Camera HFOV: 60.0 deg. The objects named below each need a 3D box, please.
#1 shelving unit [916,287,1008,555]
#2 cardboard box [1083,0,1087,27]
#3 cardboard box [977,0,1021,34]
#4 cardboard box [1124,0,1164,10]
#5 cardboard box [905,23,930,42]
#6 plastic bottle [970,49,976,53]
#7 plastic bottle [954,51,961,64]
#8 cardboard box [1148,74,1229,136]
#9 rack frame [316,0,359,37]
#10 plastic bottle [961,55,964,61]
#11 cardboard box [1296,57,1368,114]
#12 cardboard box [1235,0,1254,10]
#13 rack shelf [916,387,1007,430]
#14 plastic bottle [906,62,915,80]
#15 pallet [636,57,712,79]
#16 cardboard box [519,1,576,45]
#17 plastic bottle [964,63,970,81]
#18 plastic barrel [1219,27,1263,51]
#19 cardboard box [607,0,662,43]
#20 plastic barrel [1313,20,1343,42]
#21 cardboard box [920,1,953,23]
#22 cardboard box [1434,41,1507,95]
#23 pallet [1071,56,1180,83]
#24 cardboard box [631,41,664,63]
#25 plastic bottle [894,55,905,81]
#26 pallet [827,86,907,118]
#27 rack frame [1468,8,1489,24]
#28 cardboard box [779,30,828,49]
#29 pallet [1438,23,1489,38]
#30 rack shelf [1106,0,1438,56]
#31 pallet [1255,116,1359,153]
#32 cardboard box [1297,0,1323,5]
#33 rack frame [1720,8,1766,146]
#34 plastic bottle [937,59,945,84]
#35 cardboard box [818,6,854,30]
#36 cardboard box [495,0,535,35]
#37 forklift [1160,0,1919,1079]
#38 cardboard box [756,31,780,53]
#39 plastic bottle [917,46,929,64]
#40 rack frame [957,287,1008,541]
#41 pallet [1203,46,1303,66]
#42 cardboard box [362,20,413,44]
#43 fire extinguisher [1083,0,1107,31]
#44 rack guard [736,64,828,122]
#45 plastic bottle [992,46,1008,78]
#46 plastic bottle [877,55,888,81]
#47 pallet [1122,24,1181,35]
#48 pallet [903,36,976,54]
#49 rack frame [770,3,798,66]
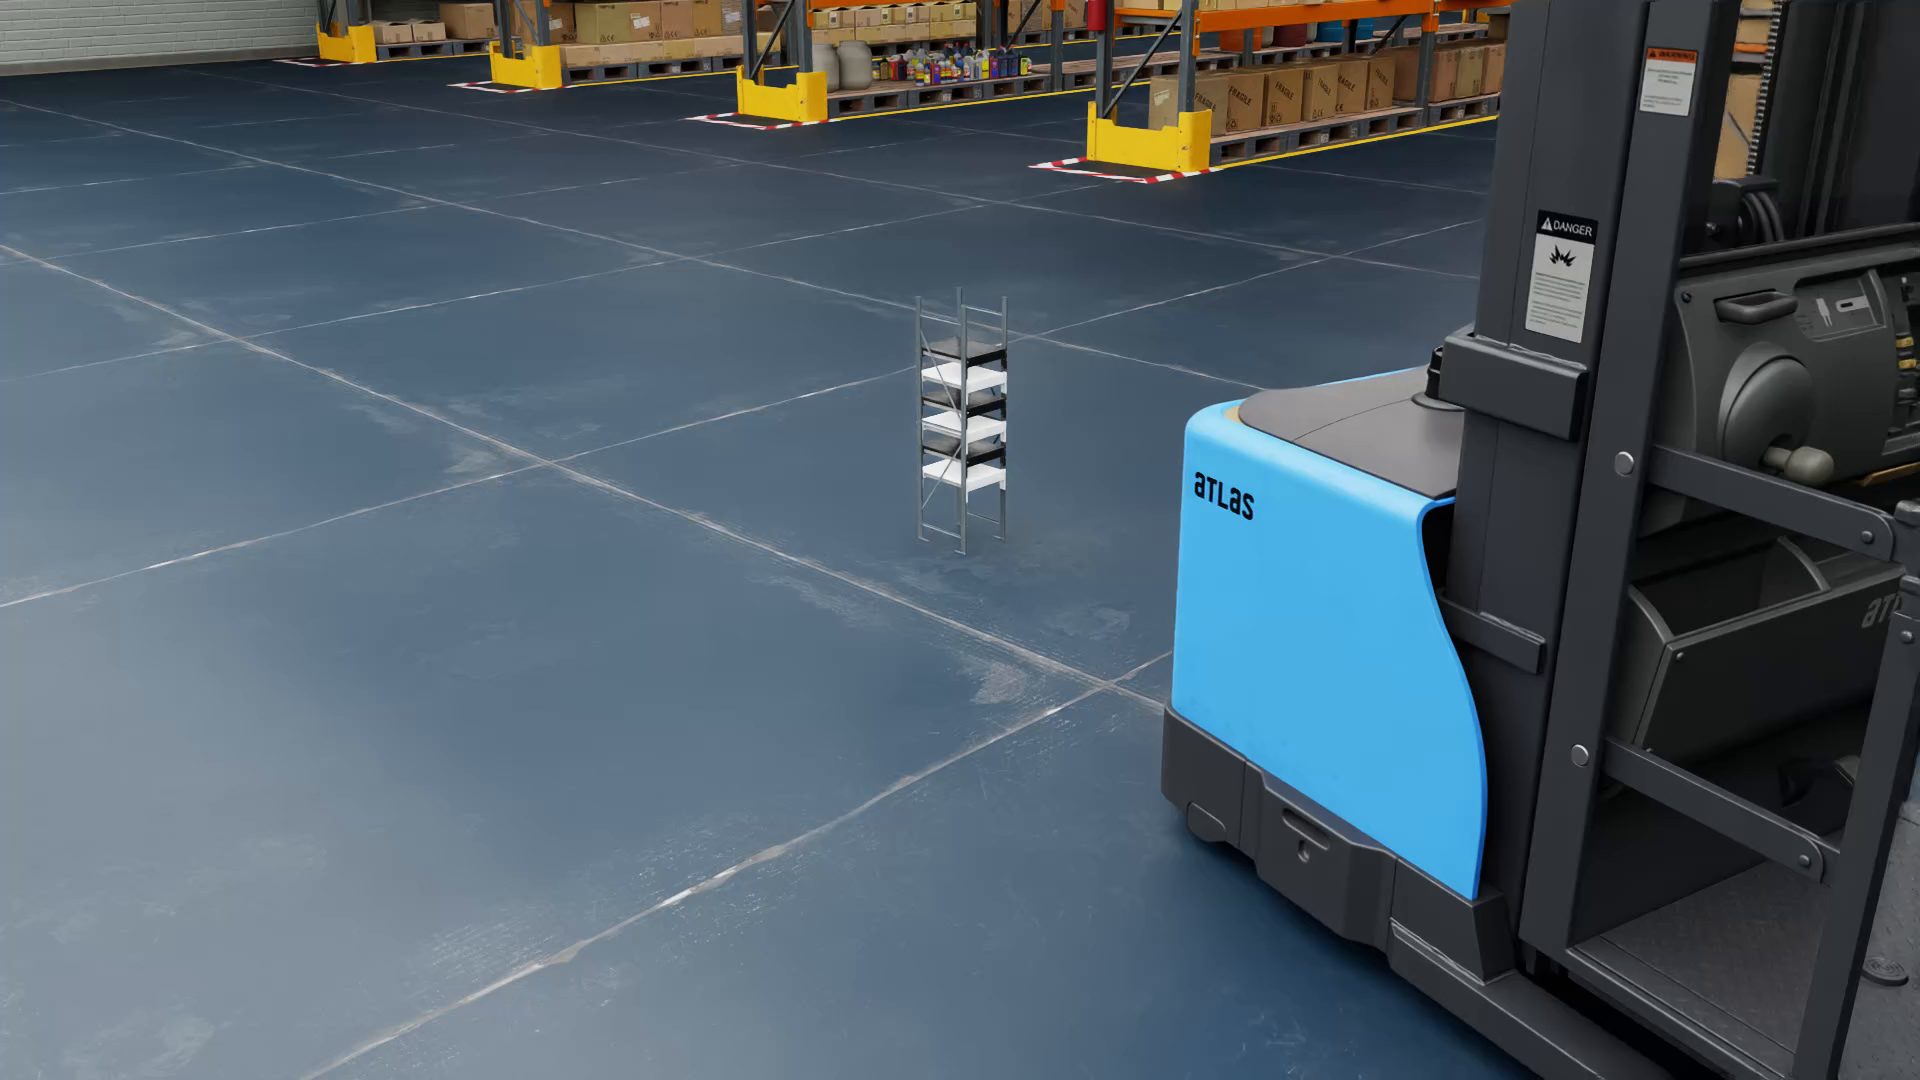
[{"bbox_3d":[0.006,-0.422,5.919,0.258,0.900,0.210,19,28,41],"label":"shelving unit"},{"bbox_3d":[2.041,-8.873,27.850,0.500,0.500,0.500,20,29,41],"label":"cardboard box"},{"bbox_3d":[0.613,-8.343,26.470,0.500,0.500,0.500,-19,28,-40],"label":"cardboard box"},{"bbox_3d":[1.656,-4.730,14.549,0.380,0.149,0.250,19,28,41],"label":"cardboard box"},{"bbox_3d":[-0.812,-7.713,25.208,0.500,0.250,0.500,-19,28,-41],"label":"cardboard box"},{"bbox_3d":[0.104,-5.862,20.327,0.135,0.276,0.152,-19,28,-40],"label":"plastic bottle"},{"bbox_3d":[-0.028,-5.750,20.044,0.097,0.271,0.097,0,21,0],"label":"plastic bottle"},{"bbox_3d":[2.053,-3.907,14.959,0.500,0.500,0.500,-14,25,-32],"label":"cardboard box"},{"bbox_3d":[-9.042,-8.441,23.855,1.000,3.000,0.127,19,28,41],"label":"rack frame"},{"bbox_3d":[0.052,-5.543,19.488,0.061,0.283,0.133,19,28,41],"label":"plastic bottle"},{"bbox_3d":[3.694,-4.537,16.598,0.500,0.500,0.500,-11,23,-25],"label":"cardboard box"},{"bbox_3d":[2.348,-4.738,14.571,0.380,0.149,0.250,19,28,41],"label":"cardboard box"},{"bbox_3d":[0.006,-0.475,5.898,0.258,0.077,0.200,19,28,41],"label":"rack shelf"},{"bbox_3d":[-0.582,-5.510,19.516,0.097,0.201,0.097,0,21,0],"label":"plastic bottle"},{"bbox_3d":[-4.136,-6.420,22.483,1.003,0.211,1.213,19,28,41],"label":"pallet"},{"bbox_3d":[-5.329,-6.677,21.468,0.500,0.500,0.500,19,28,41],"label":"cardboard box"},{"bbox_3d":[0.066,-5.441,19.337,0.097,0.201,0.097,0,21,0],"label":"plastic bottle"},{"bbox_3d":[3.966,-7.331,23.406,0.600,0.830,0.708,19,28,41],"label":"plastic barrel"},{"bbox_3d":[-4.270,-6.808,21.807,0.500,0.500,0.500,19,28,41],"label":"cardboard box"},{"bbox_3d":[5.542,-7.945,24.904,0.600,0.901,0.708,19,28,41],"label":"plastic barrel"},{"bbox_3d":[-0.456,-8.101,25.437,0.500,0.311,0.500,19,28,40],"label":"cardboard box"},{"bbox_3d":[5.575,-5.203,18.301,0.700,0.500,0.500,16,26,36],"label":"cardboard box"},{"bbox_3d":[2.218,-6.215,21.950,1.003,0.211,1.213,19,28,41],"label":"pallet"},{"bbox_3d":[-4.261,-6.455,21.935,0.500,0.250,0.500,19,28,41],"label":"cardboard box"},{"bbox_3d":[-0.705,-5.512,19.408,0.061,0.283,0.133,19,28,41],"label":"plastic bottle"},{"bbox_3d":[-1.354,-4.899,18.525,1.003,0.211,1.213,19,28,41],"label":"pallet"},{"bbox_3d":[9.218,-10.074,28.104,1.000,3.000,0.127,19,28,41],"label":"rack frame"},{"bbox_3d":[-2.241,-7.185,23.833,0.500,0.250,0.500,18,28,39],"label":"cardboard box"},{"bbox_3d":[8.615,-8.571,28.078,1.003,0.211,1.213,19,28,41],"label":"pallet"},{"bbox_3d":[3.000,-4.900,15.645,1.077,0.370,4.000,19,28,41],"label":"rack shelf"},{"bbox_3d":[3.101,-3.952,16.062,1.003,0.211,1.213,19,28,41],"label":"pallet"},{"bbox_3d":[3.090,-4.980,15.199,0.380,0.149,0.250,19,28,41],"label":"cardboard box"},{"bbox_3d":[5.088,-3.455,10.881,1.000,3.000,0.127,19,28,41],"label":"rack frame"},{"bbox_3d":[-0.217,-5.370,19.053,0.097,0.271,0.097,0,21,0],"label":"plastic bottle"},{"bbox_3d":[-1.880,-7.576,24.070,0.500,0.311,0.500,19,28,40],"label":"cardboard box"},{"bbox_3d":[-6.947,-8.231,26.180,0.500,0.500,0.500,17,27,37],"label":"cardboard box"},{"bbox_3d":[1.694,-0.308,2.791,1.130,2.935,3.031,-12,24,-28],"label":"forklift"},{"bbox_3d":[-2.867,-6.969,23.273,0.500,0.250,0.500,19,28,41],"label":"cardboard box"},{"bbox_3d":[-0.442,-5.697,19.795,0.144,0.351,0.185,19,28,40],"label":"plastic bottle"},{"bbox_3d":[0.077,-0.448,5.987,0.240,0.900,0.006,19,28,41],"label":"rack frame"},{"bbox_3d":[4.157,-6.929,23.809,1.003,0.211,1.213,19,28,41],"label":"pallet"},{"bbox_3d":[-8.495,-7.547,24.663,0.500,0.311,0.500,15,26,35],"label":"cardboard box"},{"bbox_3d":[1.195,-4.772,14.416,0.296,0.674,0.183,19,28,41],"label":"fire extinguisher"},{"bbox_3d":[-1.924,-4.826,17.934,1.175,0.500,0.348,19,28,41],"label":"rack guard"},{"bbox_3d":[0.470,-5.672,19.729,0.144,0.351,0.185,18,27,38],"label":"plastic bottle"},{"bbox_3d":[-0.908,-5.515,19.416,0.133,0.283,0.061,-19,28,-41],"label":"plastic bottle"},{"bbox_3d":[3.361,-9.161,29.616,1.003,0.211,1.213,19,28,41],"label":"pallet"},{"bbox_3d":[-0.512,-7.755,25.957,1.003,0.211,1.213,19,28,41],"label":"pallet"},{"bbox_3d":[-2.700,-8.230,23.307,1.000,3.000,0.127,19,28,41],"label":"rack frame"}]
